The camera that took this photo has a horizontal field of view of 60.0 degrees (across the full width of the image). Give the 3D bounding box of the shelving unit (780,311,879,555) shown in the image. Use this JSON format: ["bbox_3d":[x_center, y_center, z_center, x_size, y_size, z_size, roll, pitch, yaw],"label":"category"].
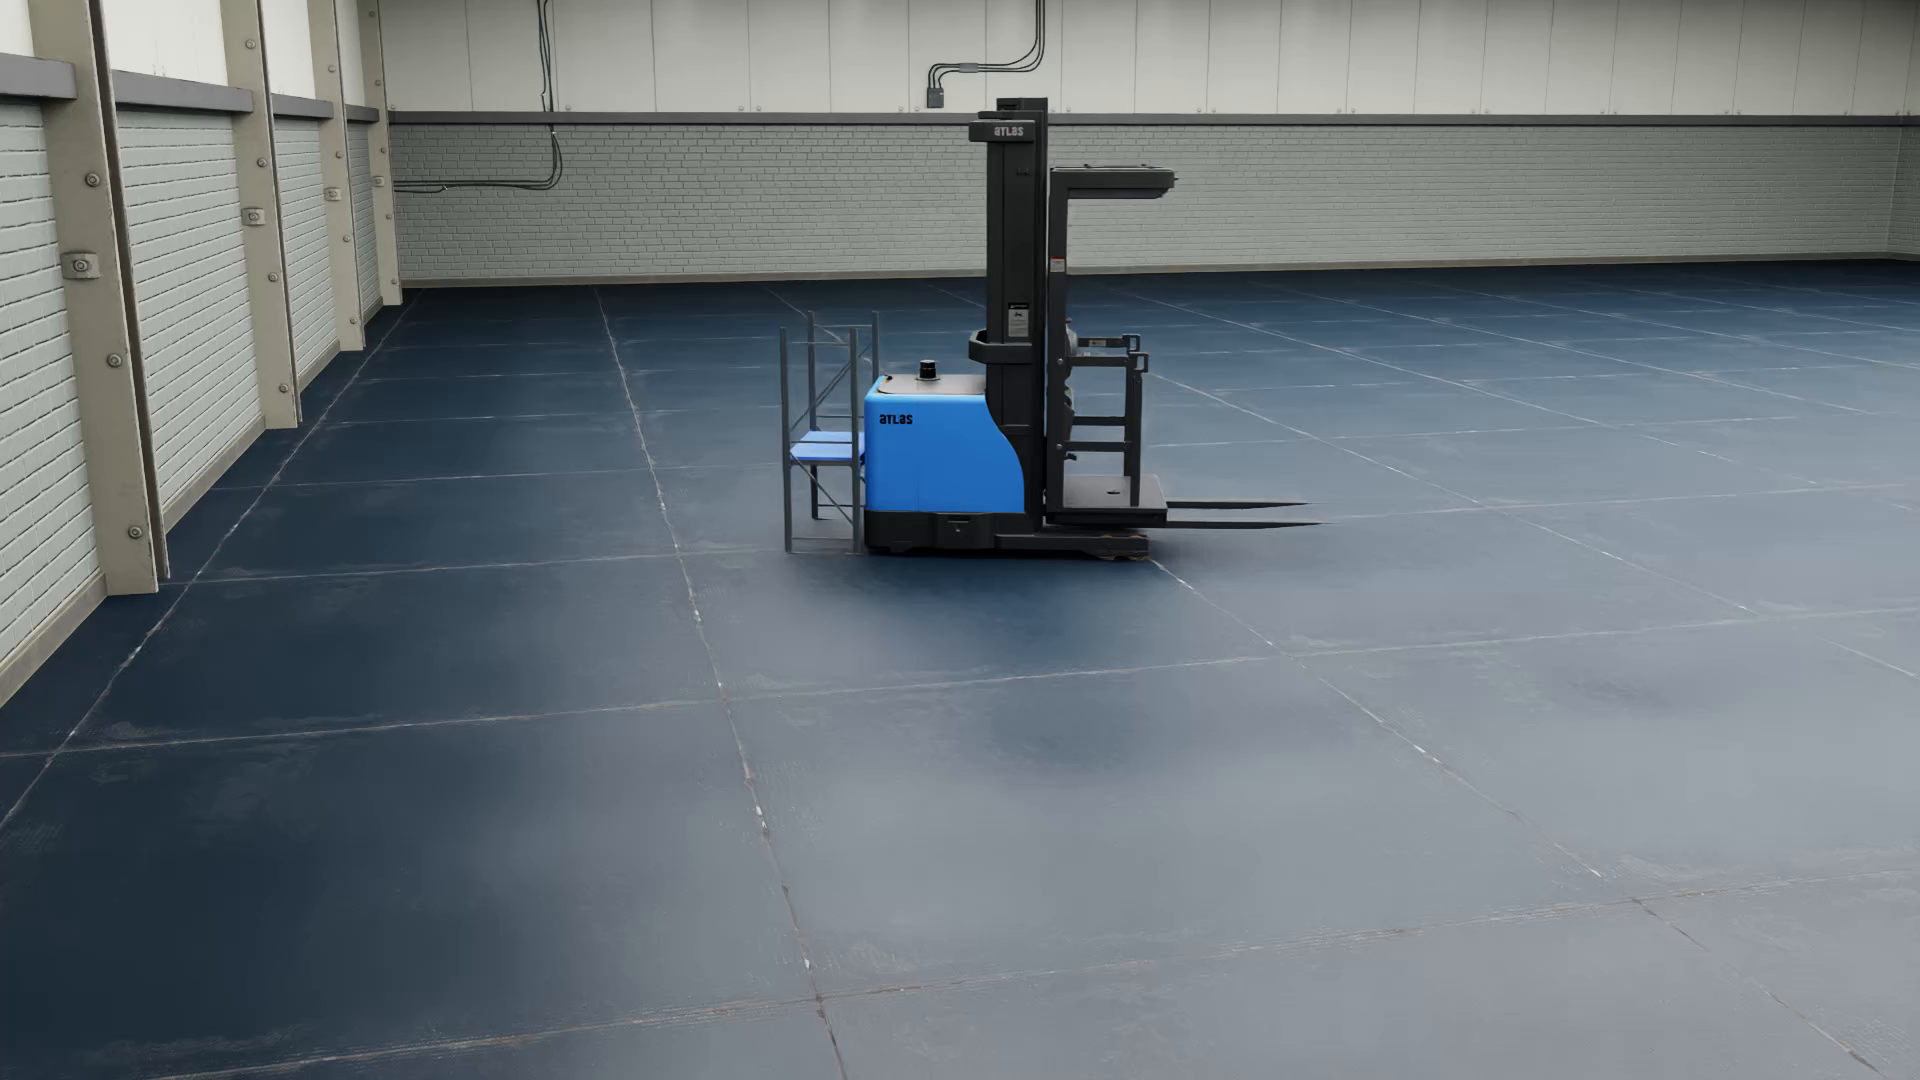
[{"bbox_3d":[-0.867,-0.755,11.358,0.538,1.500,1.048,1,14,5],"label":"shelving unit"}]

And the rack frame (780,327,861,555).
[{"bbox_3d":[-0.911,-0.635,10.866,0.500,1.500,0.032,1,14,5],"label":"rack frame"}]

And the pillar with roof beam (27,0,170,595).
[{"bbox_3d":[-0.901,-4.328,10.183,9.100,9.000,0.400,-3,14,-13],"label":"pillar with roof beam"}]

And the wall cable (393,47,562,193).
[{"bbox_3d":[-8.719,-7.486,29.649,3.097,2.526,0.112,-3,14,-13],"label":"wall cable"}]

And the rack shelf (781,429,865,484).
[{"bbox_3d":[-0.867,-0.581,11.401,0.538,0.185,1.000,1,14,5],"label":"rack shelf"}]

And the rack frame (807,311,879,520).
[{"bbox_3d":[-0.823,-0.875,11.850,0.500,1.500,0.032,1,14,5],"label":"rack frame"}]

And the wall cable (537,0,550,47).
[{"bbox_3d":[-6.090,-10.090,29.667,3.097,2.526,0.112,-3,14,-13],"label":"wall cable"}]

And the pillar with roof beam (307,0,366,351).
[{"bbox_3d":[-3.719,-7.097,21.514,9.100,9.000,0.400,-3,14,-13],"label":"pillar with roof beam"}]

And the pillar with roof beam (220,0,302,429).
[{"bbox_3d":[-2.310,-5.713,15.848,9.100,9.000,0.400,-3,14,-13],"label":"pillar with roof beam"}]

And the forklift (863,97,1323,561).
[{"bbox_3d":[0.897,-1.416,11.048,3.031,2.935,1.130,1,14,3],"label":"forklift"}]

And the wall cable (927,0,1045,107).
[{"bbox_3d":[0.512,-11.172,31.028,2.305,6.003,0.169,-3,14,-13],"label":"wall cable"}]

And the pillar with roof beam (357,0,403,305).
[{"bbox_3d":[-5.128,-8.481,27.180,9.100,9.000,0.400,-3,14,-13],"label":"pillar with roof beam"}]
